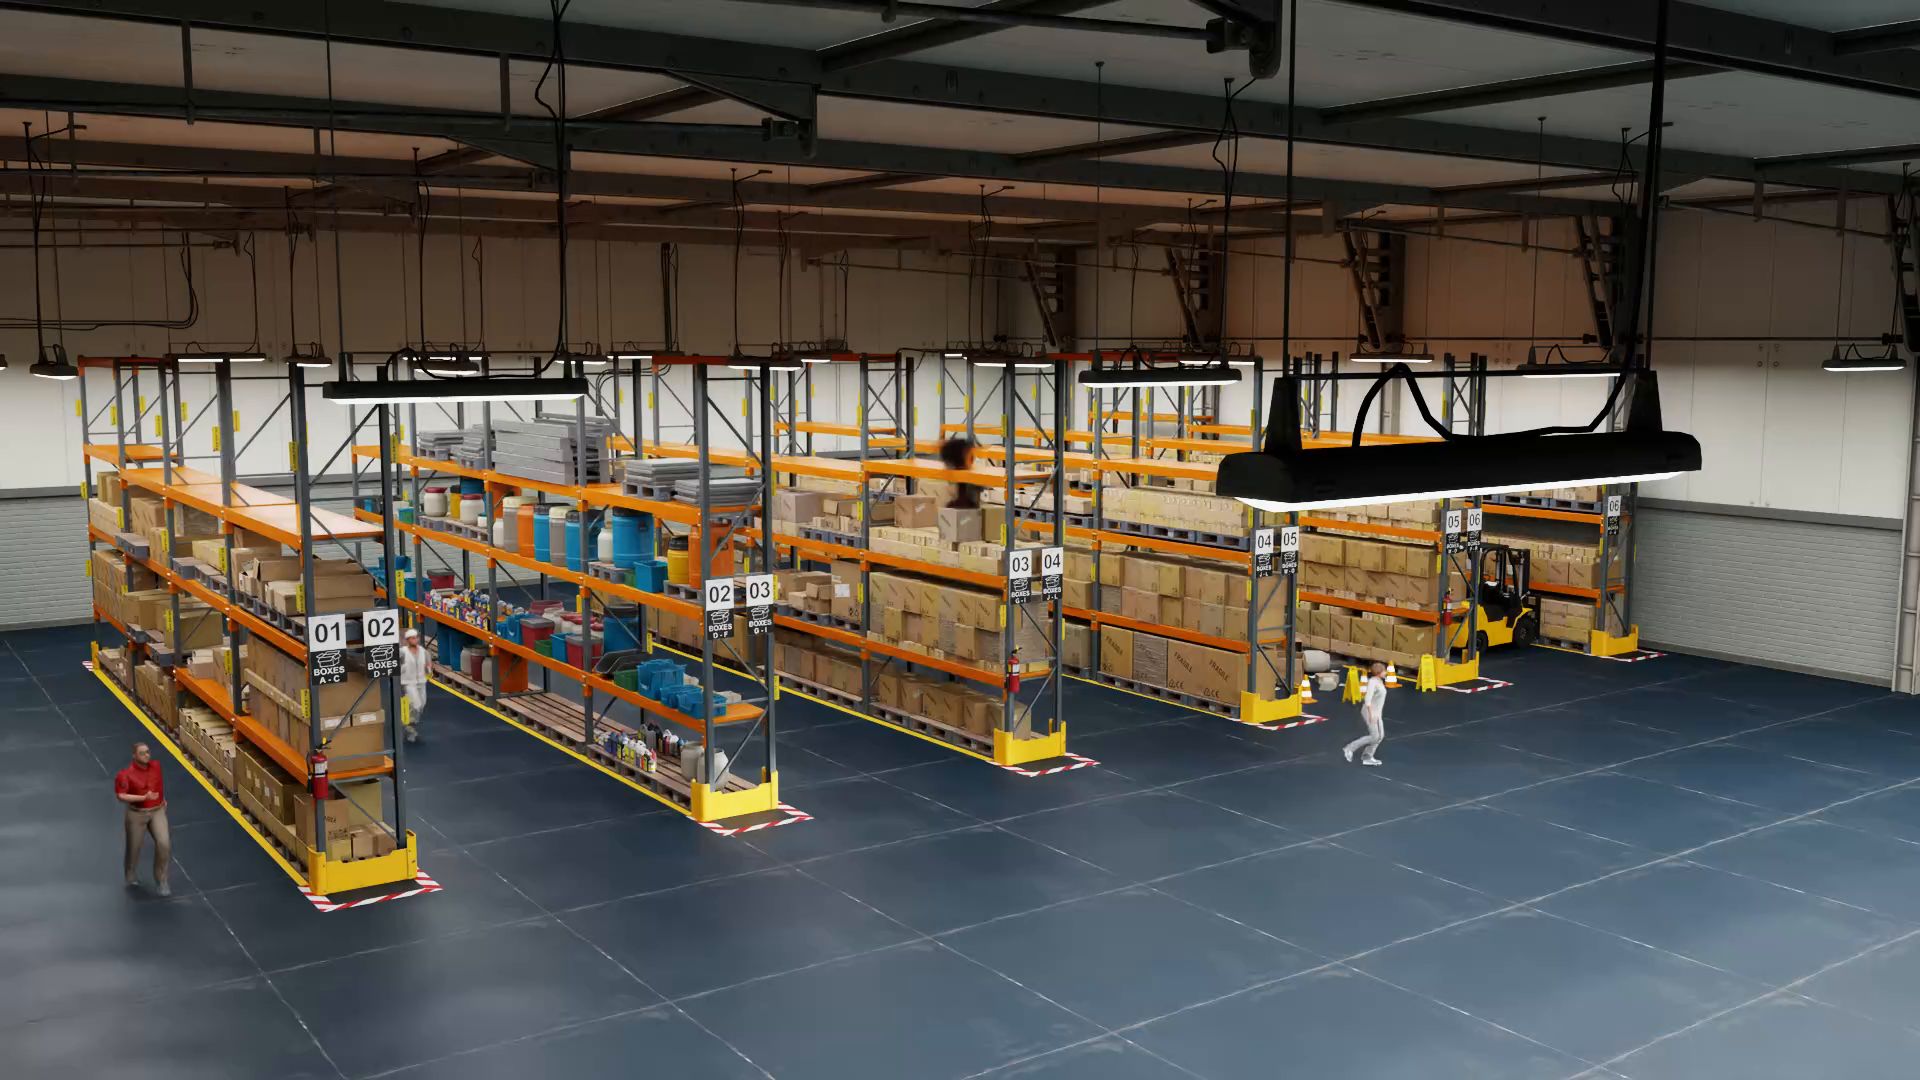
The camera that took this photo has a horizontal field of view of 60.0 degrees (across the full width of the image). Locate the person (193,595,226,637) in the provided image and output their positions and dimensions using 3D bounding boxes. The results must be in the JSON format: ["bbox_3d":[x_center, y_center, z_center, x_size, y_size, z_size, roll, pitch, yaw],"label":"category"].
[{"bbox_3d":[-15.043,1.472,33.259,0.929,1.667,0.606,4,8,31],"label":"person"}]

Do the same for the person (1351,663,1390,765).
[{"bbox_3d":[6.088,2.584,24.600,0.480,1.529,0.674,4,8,30],"label":"person"}]

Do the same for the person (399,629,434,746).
[{"bbox_3d":[-8.525,2.295,26.035,0.737,1.819,0.648,6,9,42],"label":"person"}]

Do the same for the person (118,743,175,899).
[{"bbox_3d":[-9.294,3.183,18.966,0.892,1.788,0.616,6,9,42],"label":"person"}]

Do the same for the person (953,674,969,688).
[{"bbox_3d":[0.180,1.901,29.775,0.665,1.658,0.628,5,9,36],"label":"person"}]
